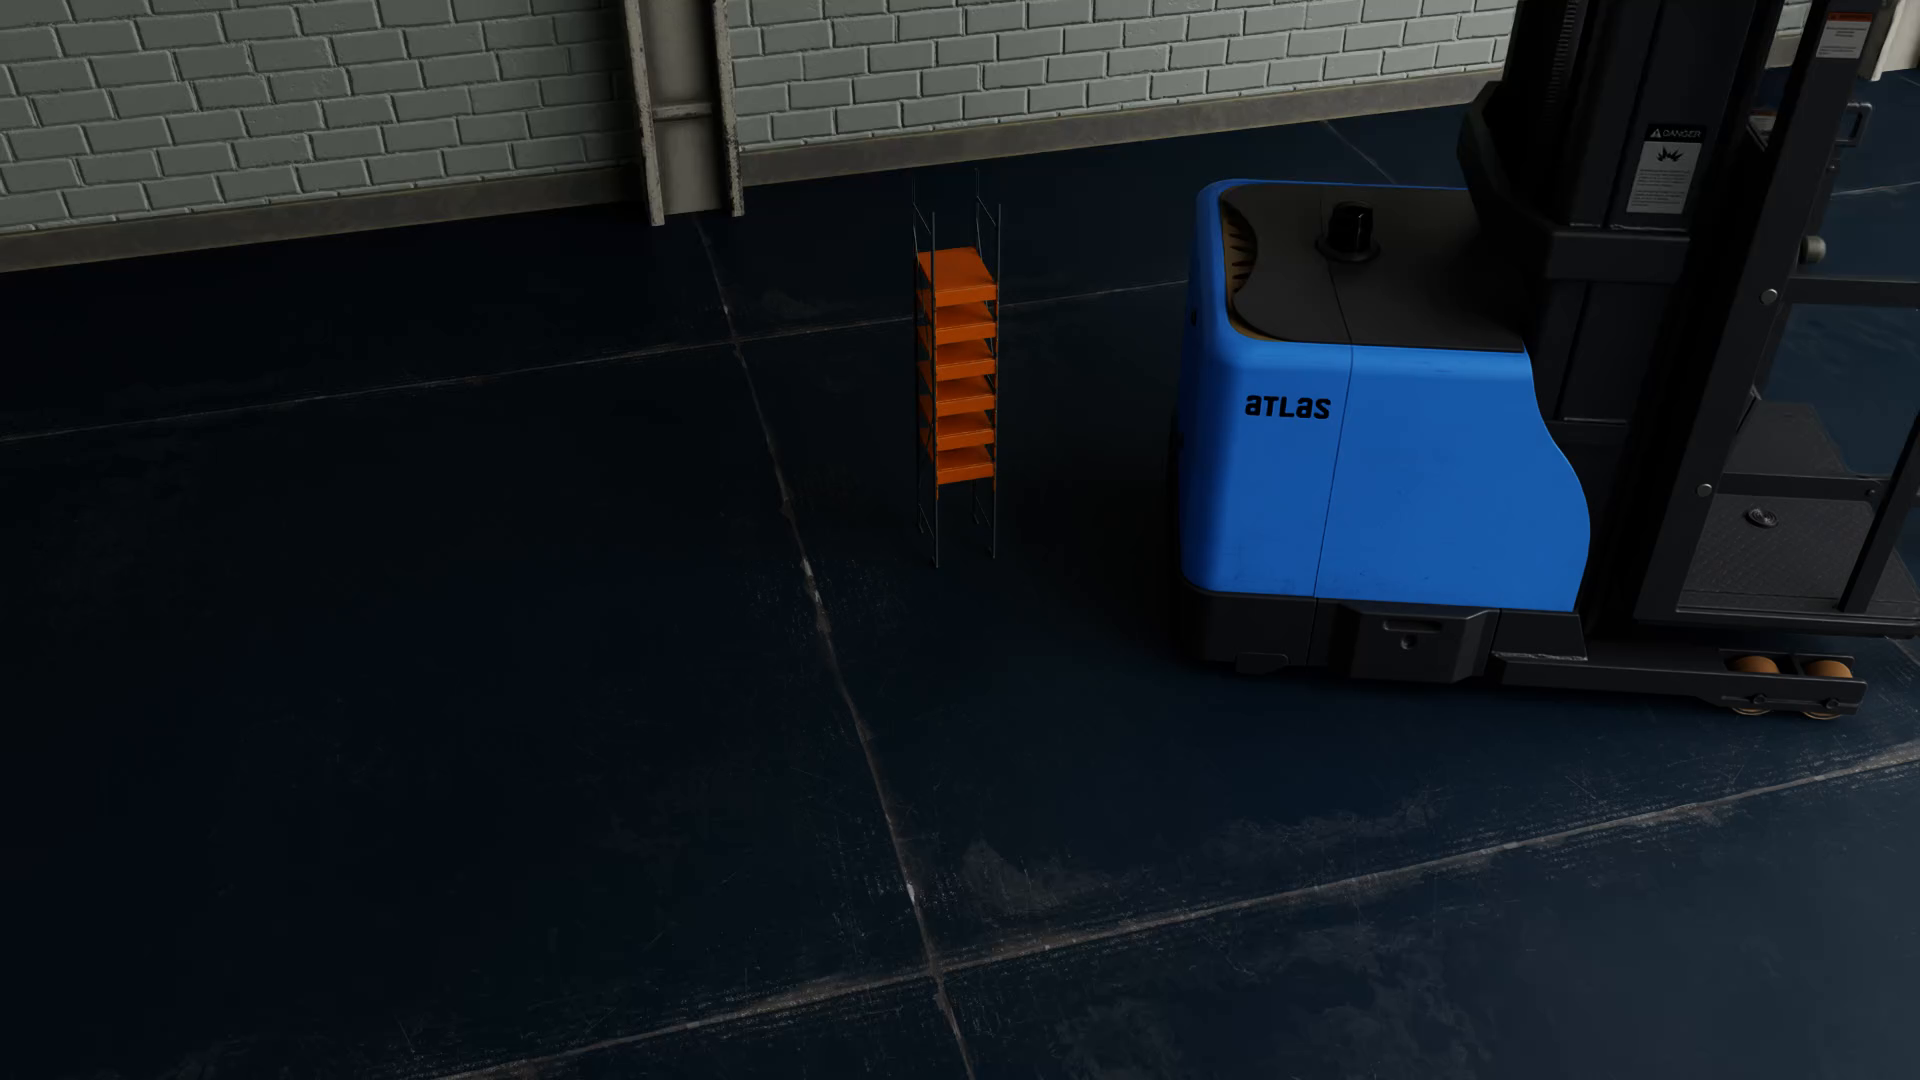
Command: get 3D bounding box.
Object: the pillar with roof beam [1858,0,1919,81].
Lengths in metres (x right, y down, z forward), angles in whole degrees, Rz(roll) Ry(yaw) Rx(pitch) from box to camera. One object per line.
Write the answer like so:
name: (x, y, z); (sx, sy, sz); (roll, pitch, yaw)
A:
pillar with roof beam: (5.770, -3.436, 2.336); (0.400, 9.000, 9.100); (-9, 38, -12)

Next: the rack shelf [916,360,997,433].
rack shelf: (-0.014, -0.439, 4.909); (0.180, 0.103, 0.258); (-9, 38, -12)

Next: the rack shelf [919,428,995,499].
rack shelf: (-0.014, -0.248, 5.055); (0.180, 0.103, 0.258); (-9, 38, -12)

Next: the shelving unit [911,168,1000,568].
shelving unit: (-0.014, -0.474, 4.882); (0.189, 1.200, 0.258); (-9, 38, -12)

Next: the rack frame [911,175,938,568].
rack frame: (-0.102, -0.460, 4.864); (0.006, 1.200, 0.240); (-9, 38, -12)

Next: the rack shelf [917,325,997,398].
rack shelf: (-0.014, -0.534, 4.837); (0.180, 0.103, 0.258); (-9, 38, -12)

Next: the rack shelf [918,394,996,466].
rack shelf: (-0.014, -0.344, 4.982); (0.180, 0.103, 0.258); (-9, 38, -12)

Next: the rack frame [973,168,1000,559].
rack frame: (0.074, -0.489, 4.901); (0.006, 1.200, 0.240); (-9, 38, -12)

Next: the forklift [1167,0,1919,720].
forklift: (2.149, -1.007, 4.154); (3.031, 2.935, 1.130); (3, 38, 4)

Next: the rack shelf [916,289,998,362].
rack shelf: (-0.014, -0.630, 4.764); (0.180, 0.103, 0.258); (-9, 38, -12)

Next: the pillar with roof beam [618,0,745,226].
pillar with roof beam: (-0.023, -2.486, 1.093); (0.400, 9.000, 9.100); (-9, 38, -12)

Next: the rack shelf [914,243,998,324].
rack shelf: (-0.014, -0.725, 4.691); (0.180, 0.103, 0.258); (-9, 38, -12)
